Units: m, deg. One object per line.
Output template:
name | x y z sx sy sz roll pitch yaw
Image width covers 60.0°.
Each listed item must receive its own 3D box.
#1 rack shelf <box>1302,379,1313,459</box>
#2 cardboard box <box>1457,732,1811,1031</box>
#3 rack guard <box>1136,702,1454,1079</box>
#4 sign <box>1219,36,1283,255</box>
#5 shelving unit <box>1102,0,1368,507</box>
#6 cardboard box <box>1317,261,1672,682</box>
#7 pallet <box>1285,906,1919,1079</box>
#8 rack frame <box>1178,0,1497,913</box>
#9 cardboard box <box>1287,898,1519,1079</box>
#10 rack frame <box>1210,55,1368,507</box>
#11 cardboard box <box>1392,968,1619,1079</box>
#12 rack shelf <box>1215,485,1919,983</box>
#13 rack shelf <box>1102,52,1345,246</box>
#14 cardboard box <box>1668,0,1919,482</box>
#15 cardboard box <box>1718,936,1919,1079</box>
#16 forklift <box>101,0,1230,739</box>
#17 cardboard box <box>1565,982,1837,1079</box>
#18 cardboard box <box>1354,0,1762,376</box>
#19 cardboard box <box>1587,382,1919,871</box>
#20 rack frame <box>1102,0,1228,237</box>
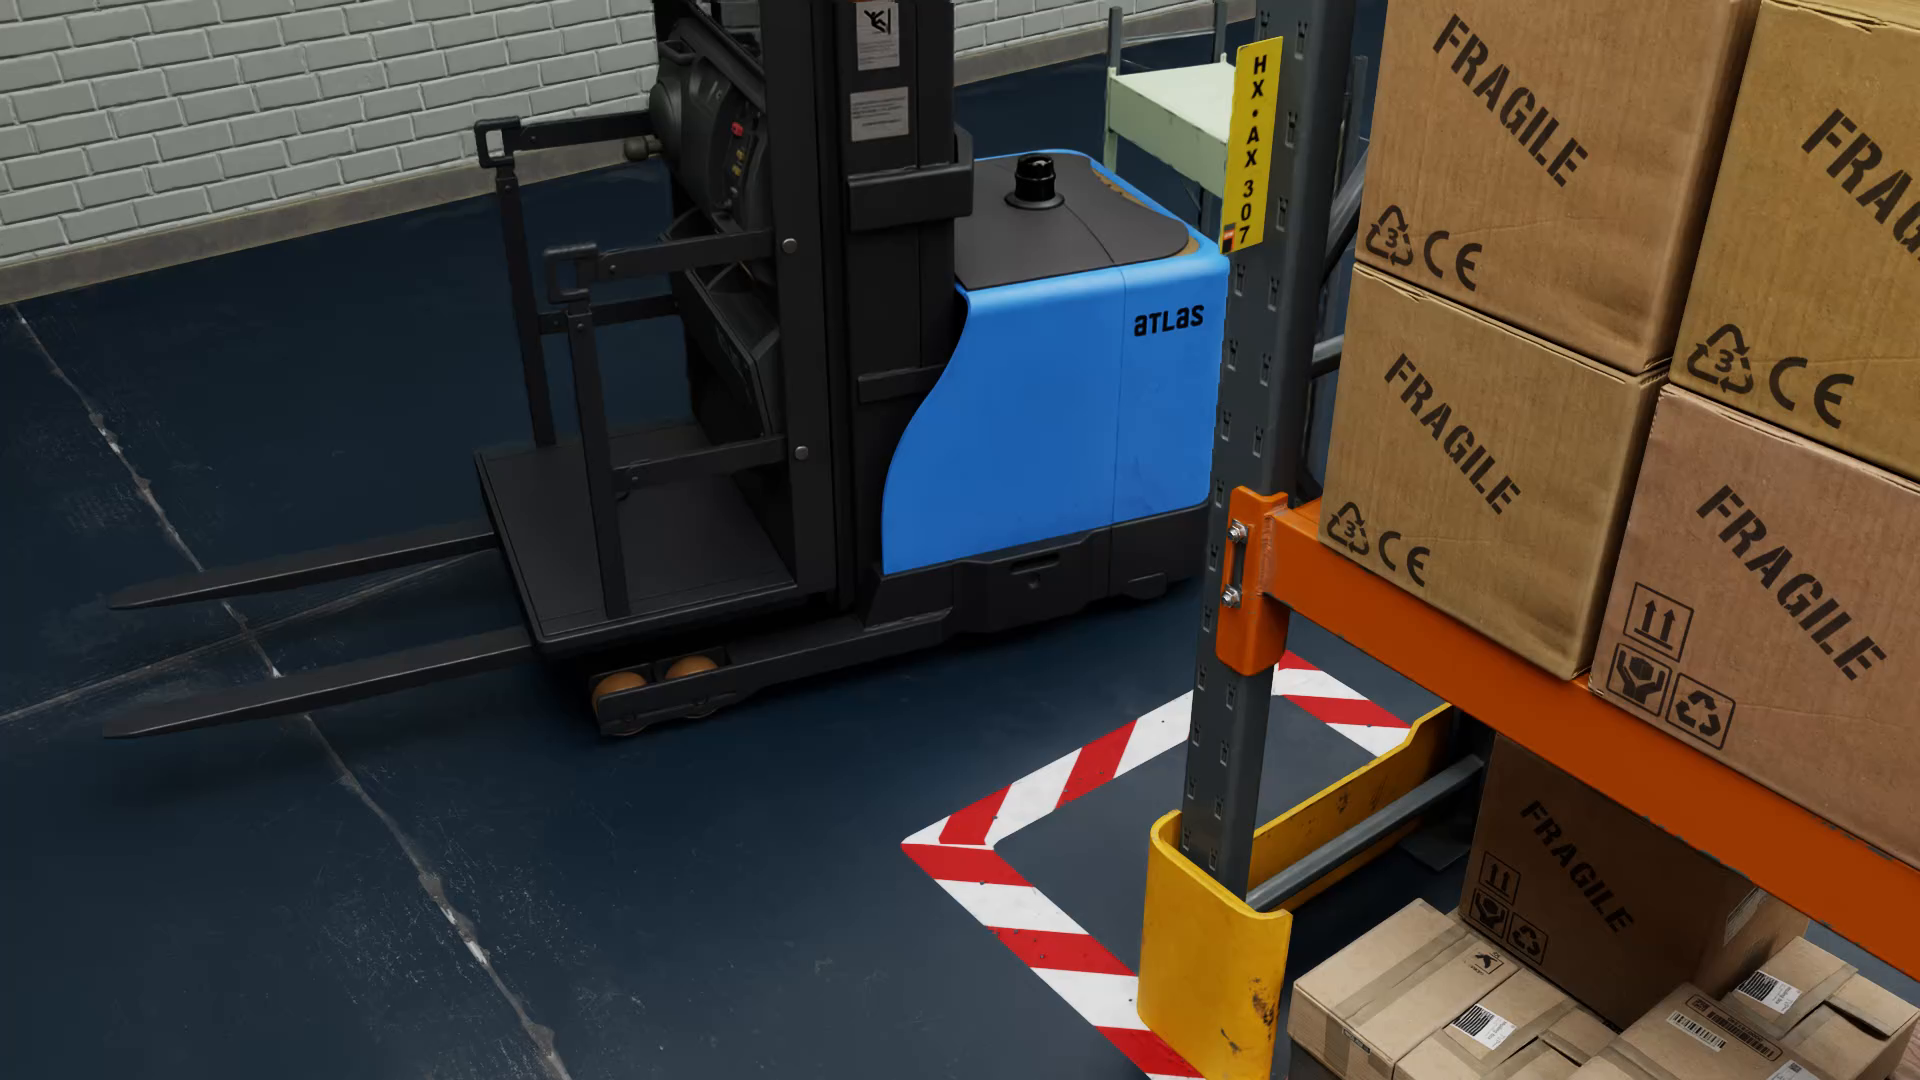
rack shelf | 0.778 -0.540 5.315 0.431 0.370 0.720 -13 34 -19
cardboard box | 1.406 0.611 3.375 0.500 0.500 0.500 -22 38 -31
rack guard | 0.924 0.683 3.677 1.175 0.500 0.348 -22 38 -31
sign | 0.449 -0.603 2.557 0.100 0.325 0.005 -22 38 -31
shelving unit | 0.778 -0.816 5.143 0.431 1.500 0.755 -13 34 -19
cardboard box | 0.941 -0.183 2.607 0.500 0.500 0.500 -21 38 -30
pallet | 1.414 1.138 3.219 1.003 0.211 1.213 -22 38 -31
rack frame | 0.878 -0.411 3.068 1.000 3.000 0.127 -22 38 -31
cardboard box | 0.863 0.899 3.244 0.380 0.149 0.250 -22 38 -31
rack frame | 0.922 -0.639 4.857 0.400 1.500 0.023 -13 34 -19
cardboard box | 1.016 0.996 3.072 0.380 0.166 0.250 -22 38 -31
rack shelf | 2.104 0.728 1.916 1.077 0.370 4.000 -22 38 -31
rack shelf | 0.778 -1.148 4.937 0.431 0.370 0.720 -13 34 -19
cardboard box | 1.268 -0.392 1.996 0.500 0.500 0.500 -22 38 -31
cardboard box | 1.583 0.951 3.145 0.380 0.166 0.250 -22 38 -31
forklift | -0.821 -1.042 4.150 3.031 2.935 1.130 -12 34 -19
cardboard box | 1.294 1.097 2.829 0.500 0.250 0.500 -22 38 -31
cardboard box | 0.941 -0.608 2.343 0.500 0.500 0.500 -21 38 -30
cardboard box | 1.262 0.030 2.263 0.500 0.500 0.500 -23 38 -32
rack frame | 0.635 -0.994 5.429 0.400 1.500 0.023 -13 34 -19
